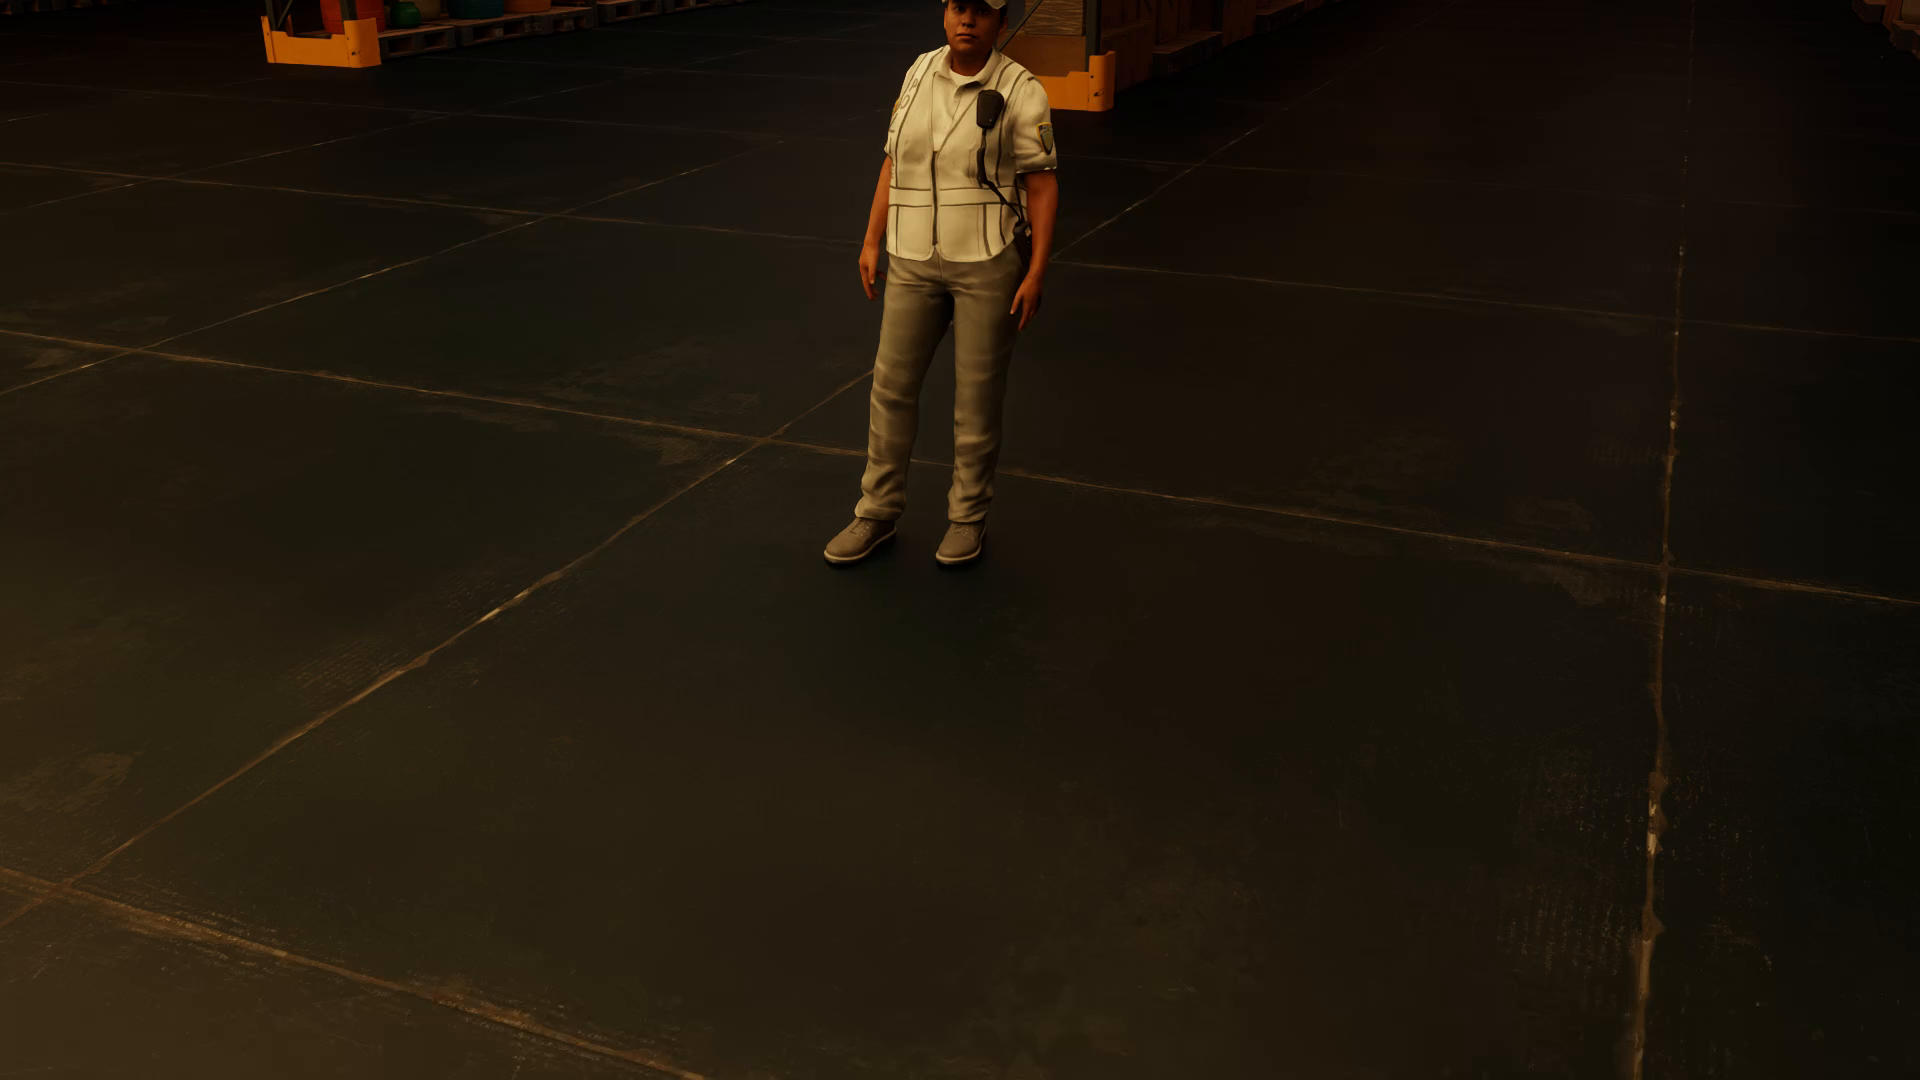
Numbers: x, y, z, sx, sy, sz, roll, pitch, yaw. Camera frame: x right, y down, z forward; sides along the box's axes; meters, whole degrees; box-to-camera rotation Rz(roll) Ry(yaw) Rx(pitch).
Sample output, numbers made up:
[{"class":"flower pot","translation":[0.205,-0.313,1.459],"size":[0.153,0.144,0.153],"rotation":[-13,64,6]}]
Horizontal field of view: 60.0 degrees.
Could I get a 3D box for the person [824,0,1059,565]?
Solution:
[{"class":"person","translation":[-0.051,-0.751,4.712],"size":[0.598,1.670,0.529],"rotation":[9,24,21]}]
